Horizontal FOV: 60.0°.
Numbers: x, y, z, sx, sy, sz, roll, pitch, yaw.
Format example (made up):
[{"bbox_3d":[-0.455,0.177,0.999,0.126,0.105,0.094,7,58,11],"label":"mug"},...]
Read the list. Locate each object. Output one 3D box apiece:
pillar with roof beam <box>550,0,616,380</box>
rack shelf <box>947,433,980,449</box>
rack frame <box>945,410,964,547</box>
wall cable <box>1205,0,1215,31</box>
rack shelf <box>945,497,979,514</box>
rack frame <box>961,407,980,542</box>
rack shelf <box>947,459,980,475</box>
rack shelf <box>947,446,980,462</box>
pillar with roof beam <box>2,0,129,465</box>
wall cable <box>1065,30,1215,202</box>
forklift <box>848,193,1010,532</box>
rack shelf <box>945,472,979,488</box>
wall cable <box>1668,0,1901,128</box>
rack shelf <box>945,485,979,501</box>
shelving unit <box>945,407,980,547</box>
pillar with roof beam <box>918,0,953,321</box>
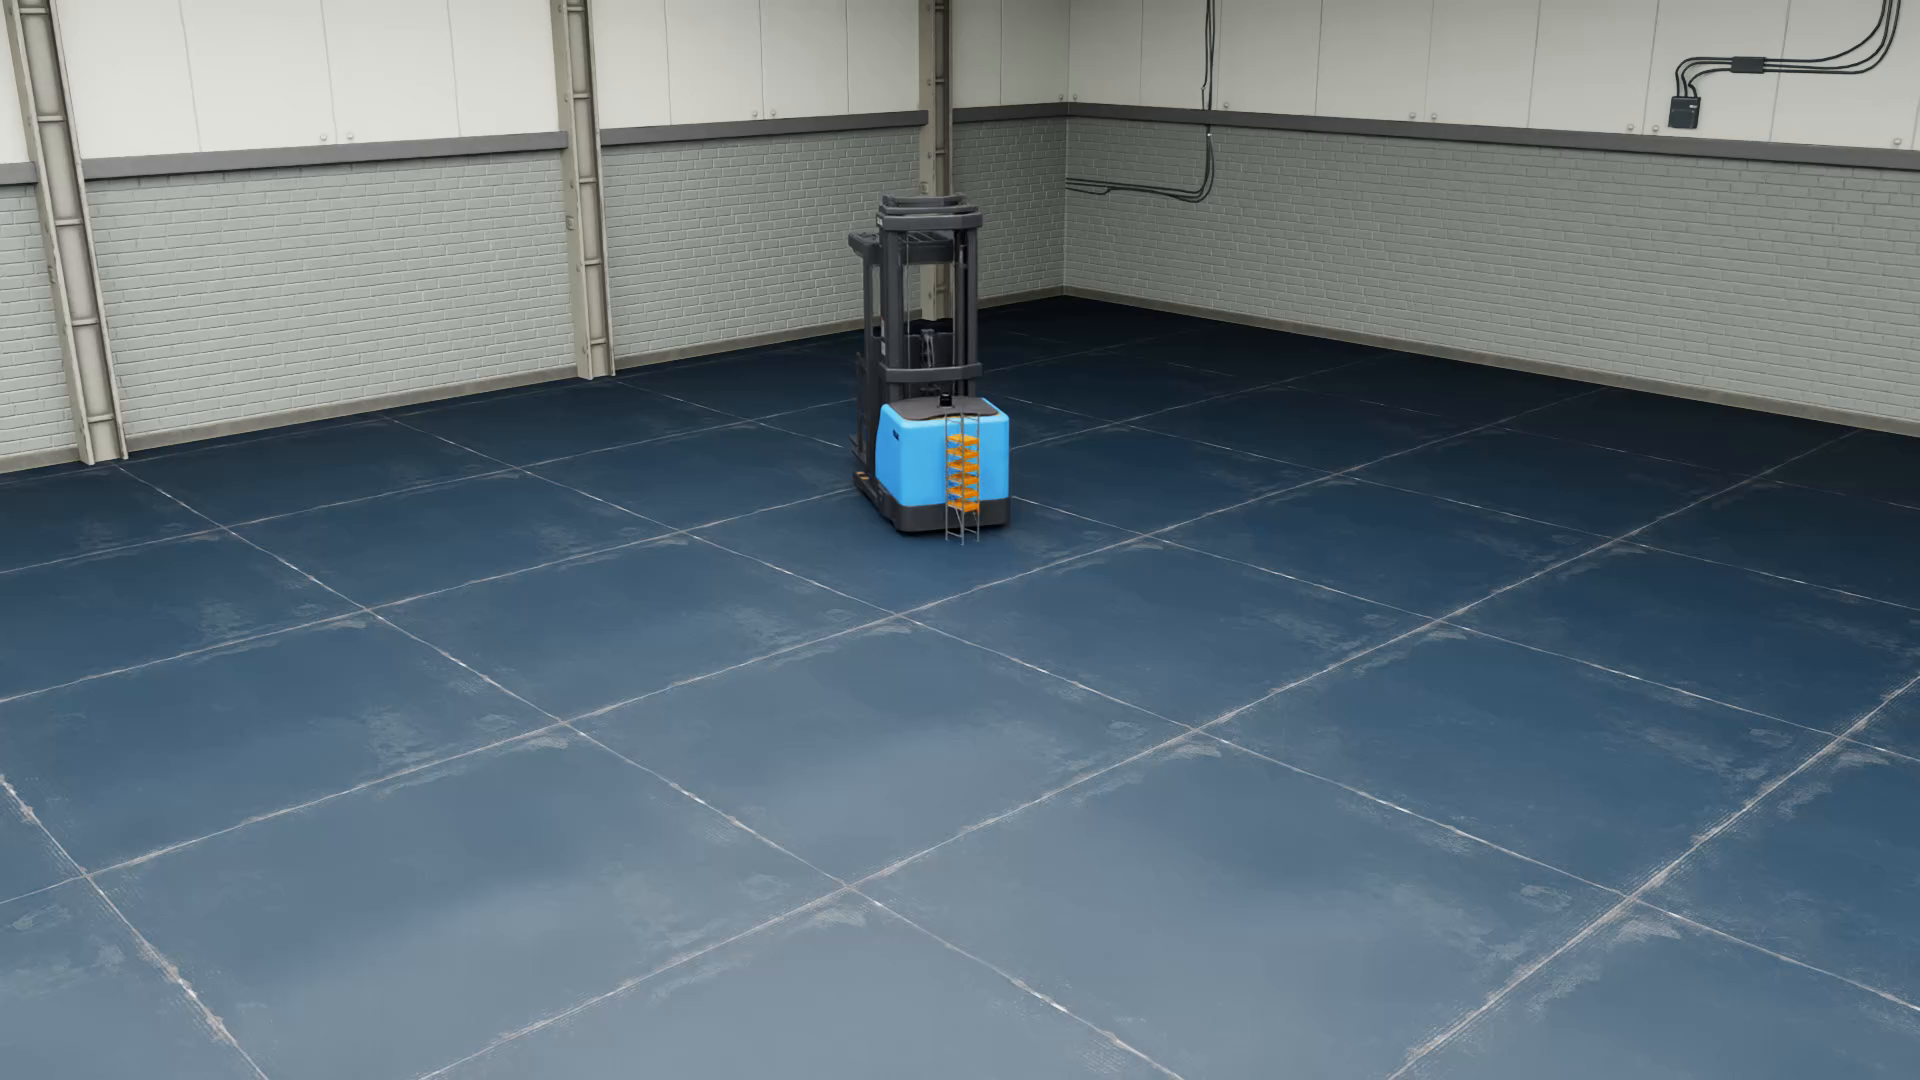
[{"bbox_3d":[-1.758,-5.447,17.193,0.400,9.000,9.100,-16,24,-41],"label":"pillar with roof beam"},{"bbox_3d":[0.021,-0.860,14.667,0.180,0.103,0.258,-15,24,-39],"label":"rack shelf"},{"bbox_3d":[-0.047,-0.541,14.706,0.006,1.200,0.240,-15,24,-39],"label":"rack frame"},{"bbox_3d":[4.552,-8.330,22.931,0.112,2.526,3.097,-16,24,-41],"label":"wall cable"},{"bbox_3d":[0.021,-0.289,14.852,0.180,0.103,0.258,-15,24,-39],"label":"rack shelf"},{"bbox_3d":[0.089,-0.578,14.823,0.006,1.200,0.240,-15,24,-39],"label":"rack frame"},{"bbox_3d":[0.021,-0.631,14.741,0.180,0.103,0.258,-15,24,-39],"label":"rack shelf"},{"bbox_3d":[0.021,-0.745,14.704,0.180,0.103,0.258,-15,24,-39],"label":"rack shelf"},{"bbox_3d":[-6.117,-4.175,13.272,0.400,9.000,9.100,-16,24,-41],"label":"pillar with roof beam"},{"bbox_3d":[2.693,-6.534,25.580,0.112,2.526,3.097,-16,24,-41],"label":"wall cable"},{"bbox_3d":[-0.438,-1.884,16.043,1.130,2.935,3.031,-5,19,-15],"label":"forklift"},{"bbox_3d":[0.021,-0.517,14.778,0.180,0.103,0.258,-15,24,-39],"label":"rack shelf"},{"bbox_3d":[9.204,-7.498,18.005,0.169,6.003,2.305,-16,24,-41],"label":"wall cable"},{"bbox_3d":[0.021,-0.403,14.815,0.180,0.103,0.258,-15,24,-39],"label":"rack shelf"},{"bbox_3d":[0.021,-0.559,14.764,0.189,1.200,0.258,-15,24,-39],"label":"shelving unit"},{"bbox_3d":[2.602,-6.718,21.114,0.400,9.000,9.100,-16,24,-41],"label":"pillar with roof beam"}]
